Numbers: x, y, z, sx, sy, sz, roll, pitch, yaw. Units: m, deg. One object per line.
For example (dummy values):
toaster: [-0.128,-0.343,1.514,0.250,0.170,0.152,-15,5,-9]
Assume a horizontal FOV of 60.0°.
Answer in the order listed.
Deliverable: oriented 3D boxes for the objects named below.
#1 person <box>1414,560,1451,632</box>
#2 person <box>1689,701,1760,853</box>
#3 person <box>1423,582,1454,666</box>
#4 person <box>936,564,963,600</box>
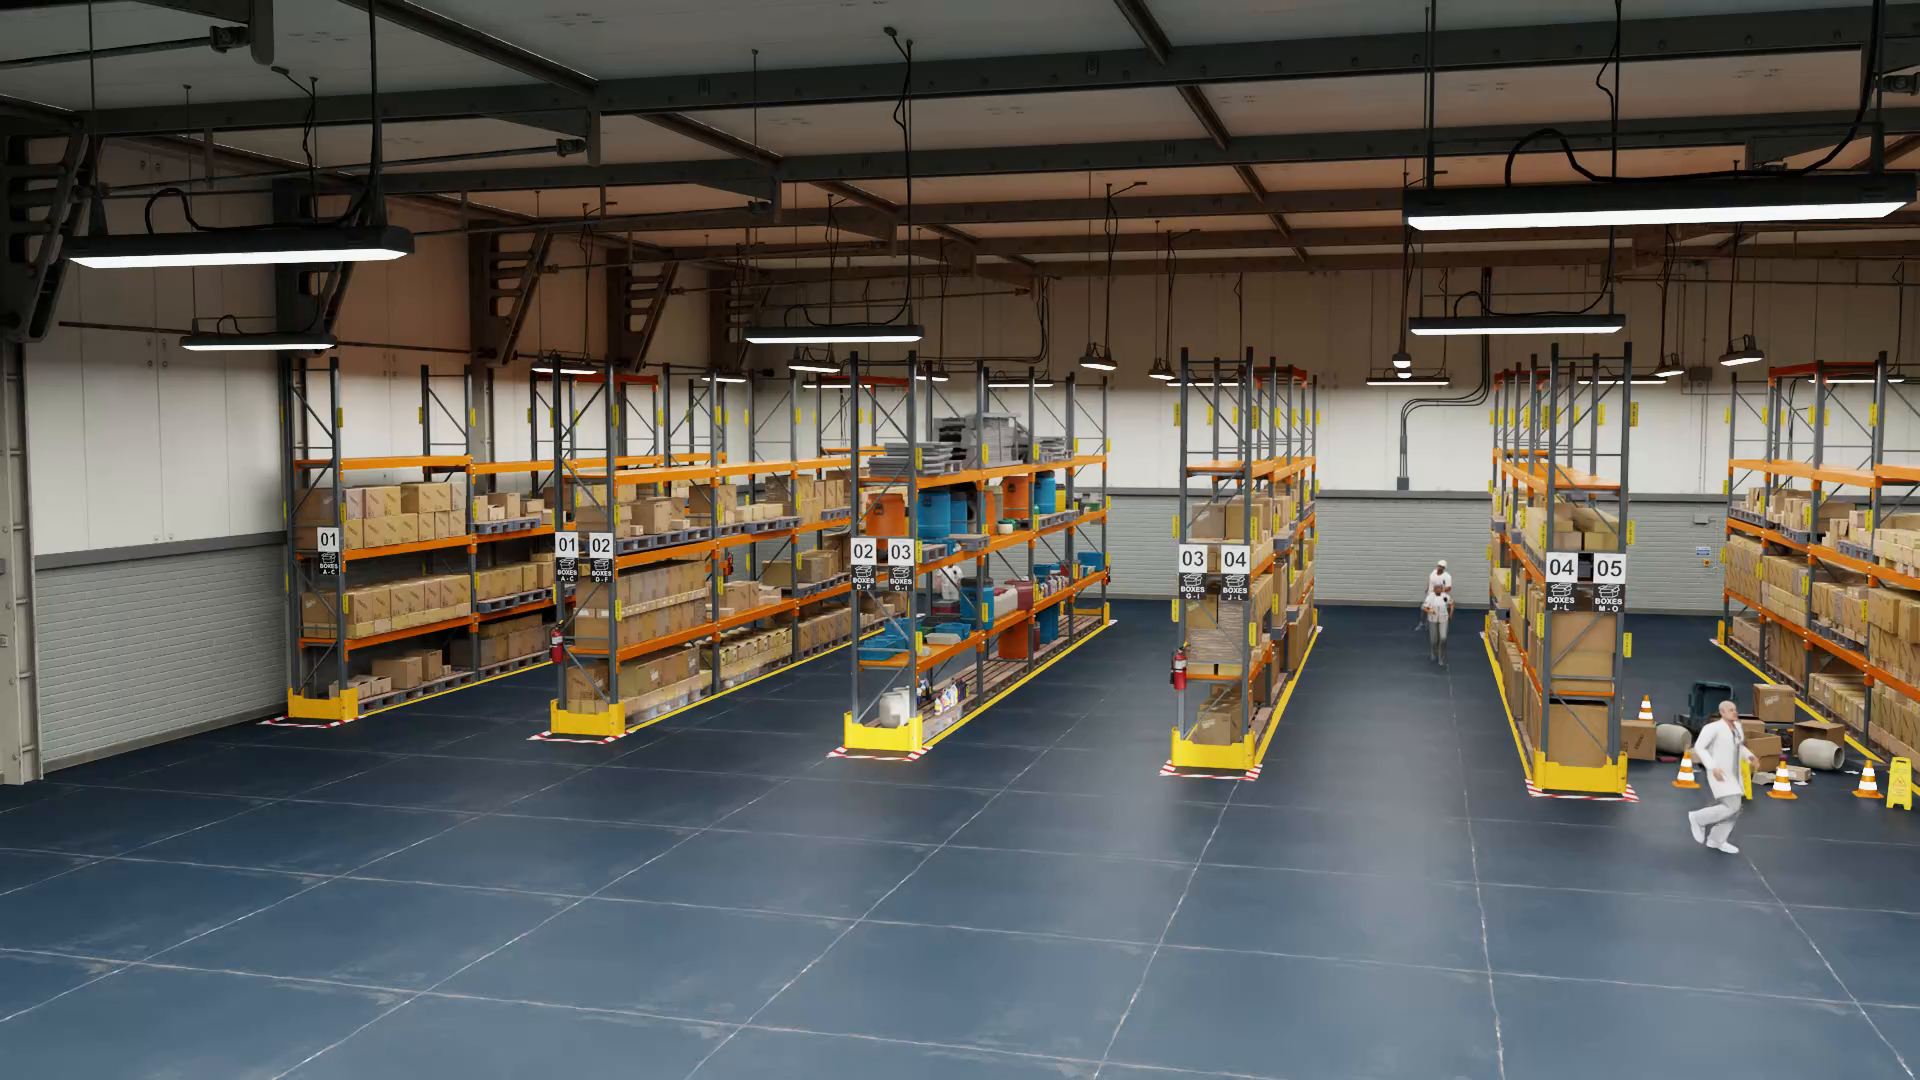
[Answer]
person: [11.073,1.310,38.751,0.675,1.717,0.871,-4,5,-40]
person: [8.861,2.725,19.244,0.700,1.748,0.673,-3,5,-31]
person: [9.735,1.711,33.851,0.604,1.707,0.718,1,4,19]
person: [-0.253,1.219,39.837,0.683,1.755,0.598,0,4,2]
